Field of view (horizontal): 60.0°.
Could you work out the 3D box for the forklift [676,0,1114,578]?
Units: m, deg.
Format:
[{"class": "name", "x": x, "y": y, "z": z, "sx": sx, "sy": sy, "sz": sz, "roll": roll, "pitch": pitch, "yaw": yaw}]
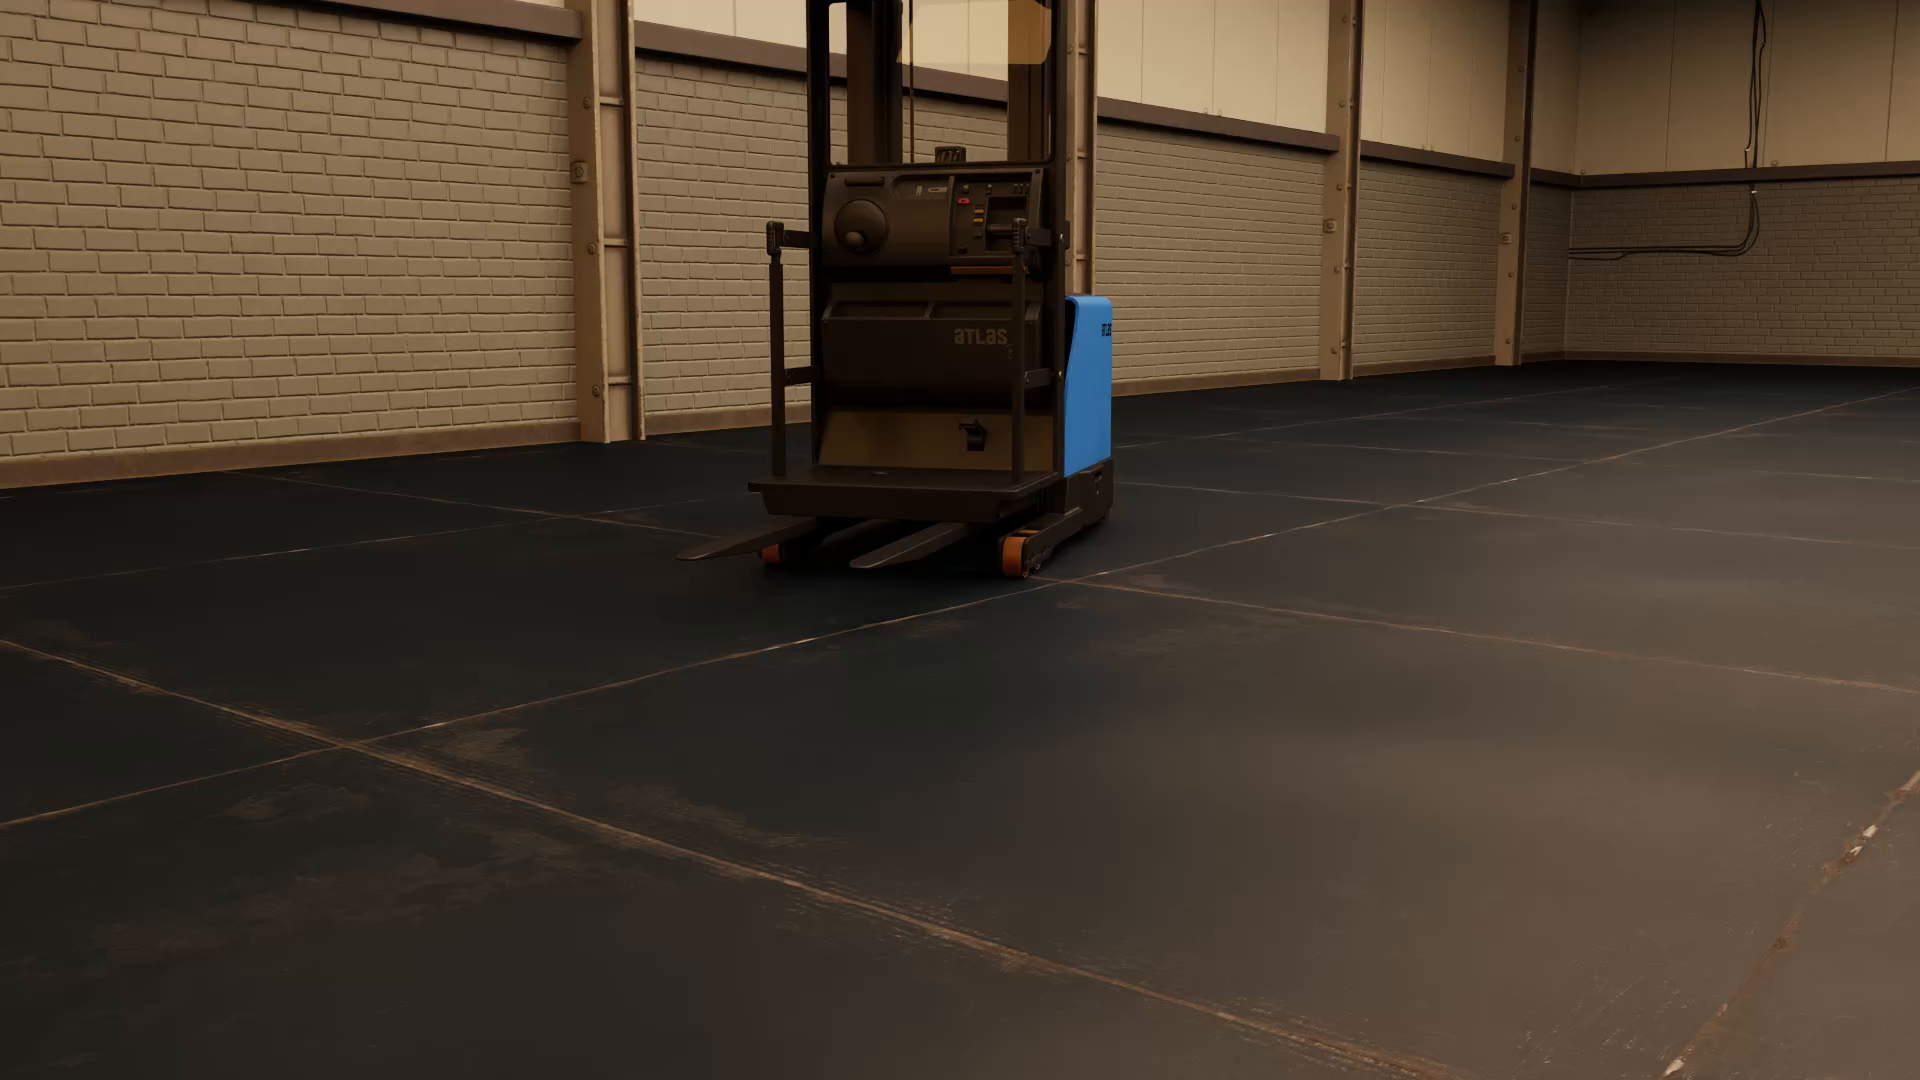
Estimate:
[{"class": "forklift", "x": -0.176, "y": -1.366, "z": 6.616, "sx": 1.130, "sy": 2.935, "sz": 3.031, "roll": 3, "pitch": 9, "yaw": 17}]
